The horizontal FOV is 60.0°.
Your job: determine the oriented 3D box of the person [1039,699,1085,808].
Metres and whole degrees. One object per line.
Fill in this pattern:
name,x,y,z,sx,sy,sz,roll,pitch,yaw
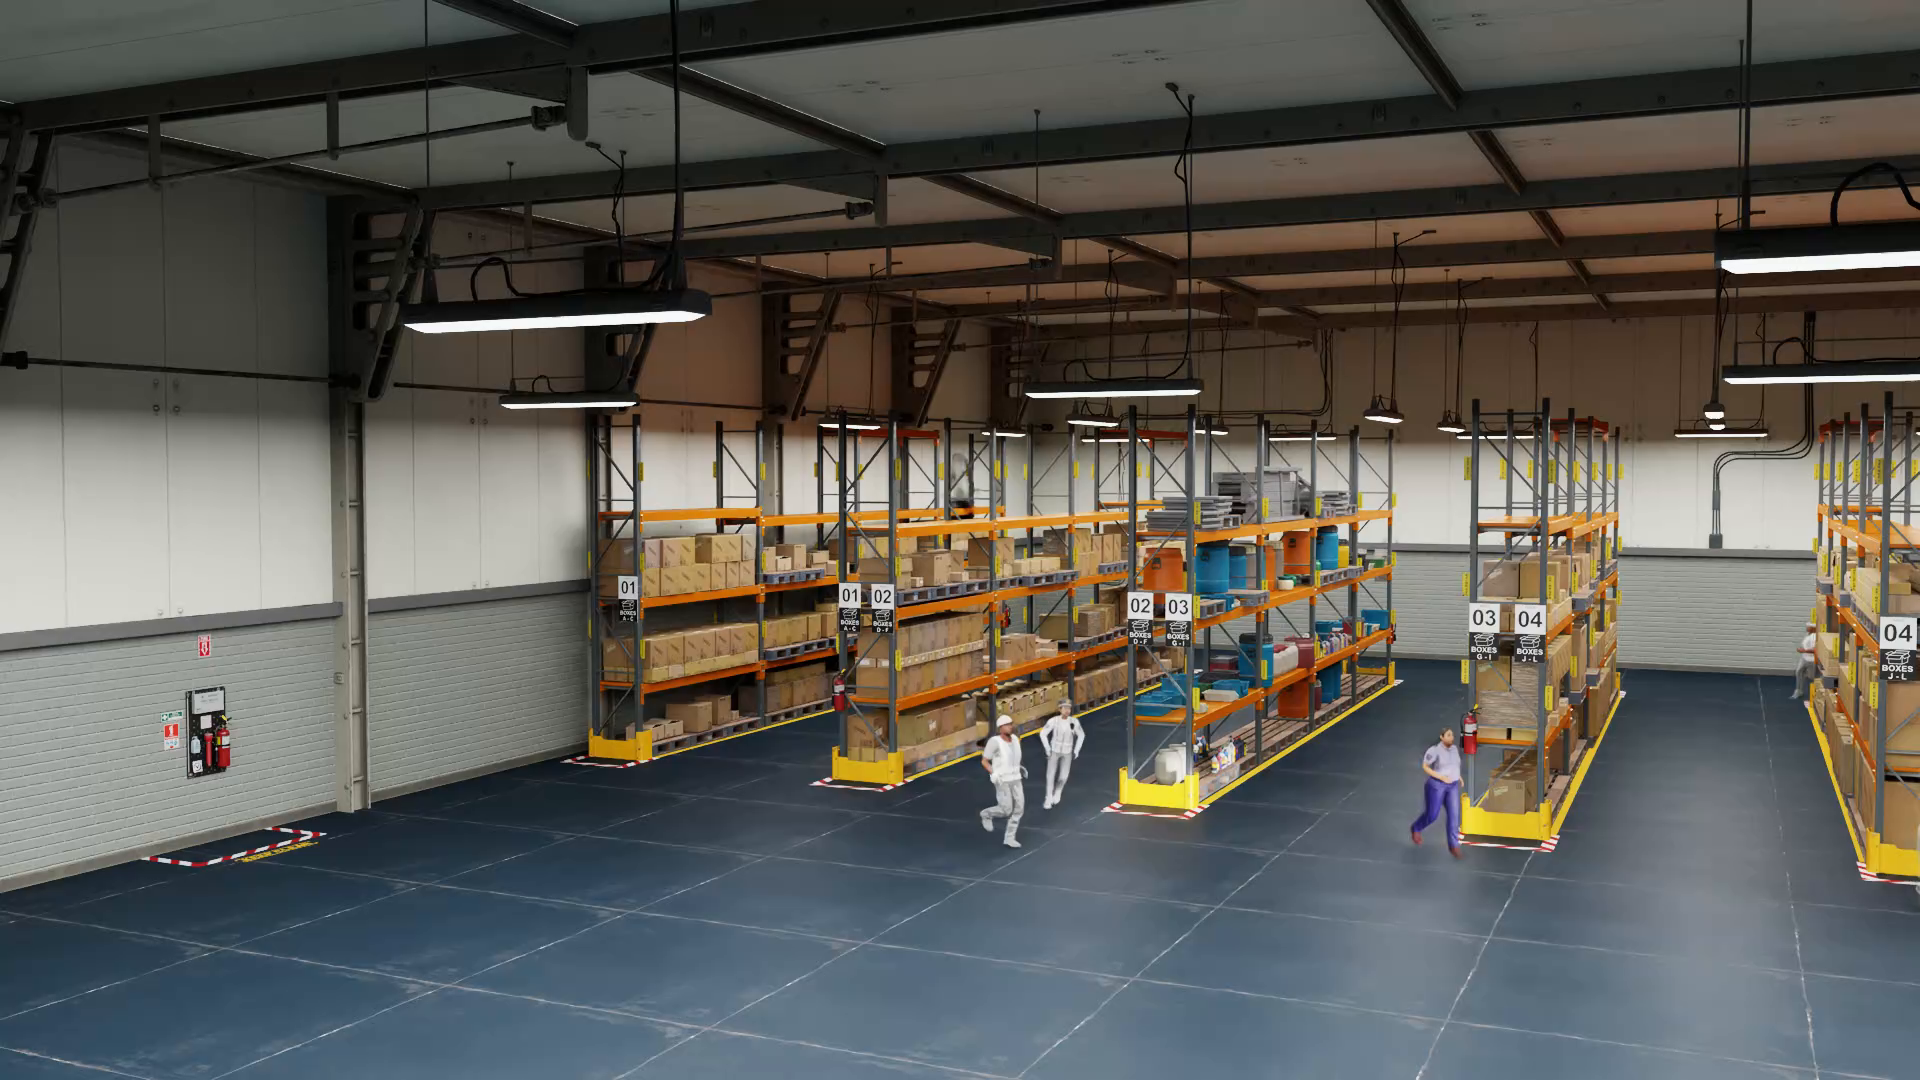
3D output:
person,1.517,3.174,24.698,0.676,1.644,0.507,0,2,3

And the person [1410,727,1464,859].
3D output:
person,6.358,3.281,21.857,0.644,1.650,0.919,-1,3,-21

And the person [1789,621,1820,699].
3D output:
person,18.648,2.639,36.394,0.774,1.798,0.693,0,2,9

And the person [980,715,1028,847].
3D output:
person,0.591,3.220,22.329,0.682,1.747,0.680,-2,3,-40
